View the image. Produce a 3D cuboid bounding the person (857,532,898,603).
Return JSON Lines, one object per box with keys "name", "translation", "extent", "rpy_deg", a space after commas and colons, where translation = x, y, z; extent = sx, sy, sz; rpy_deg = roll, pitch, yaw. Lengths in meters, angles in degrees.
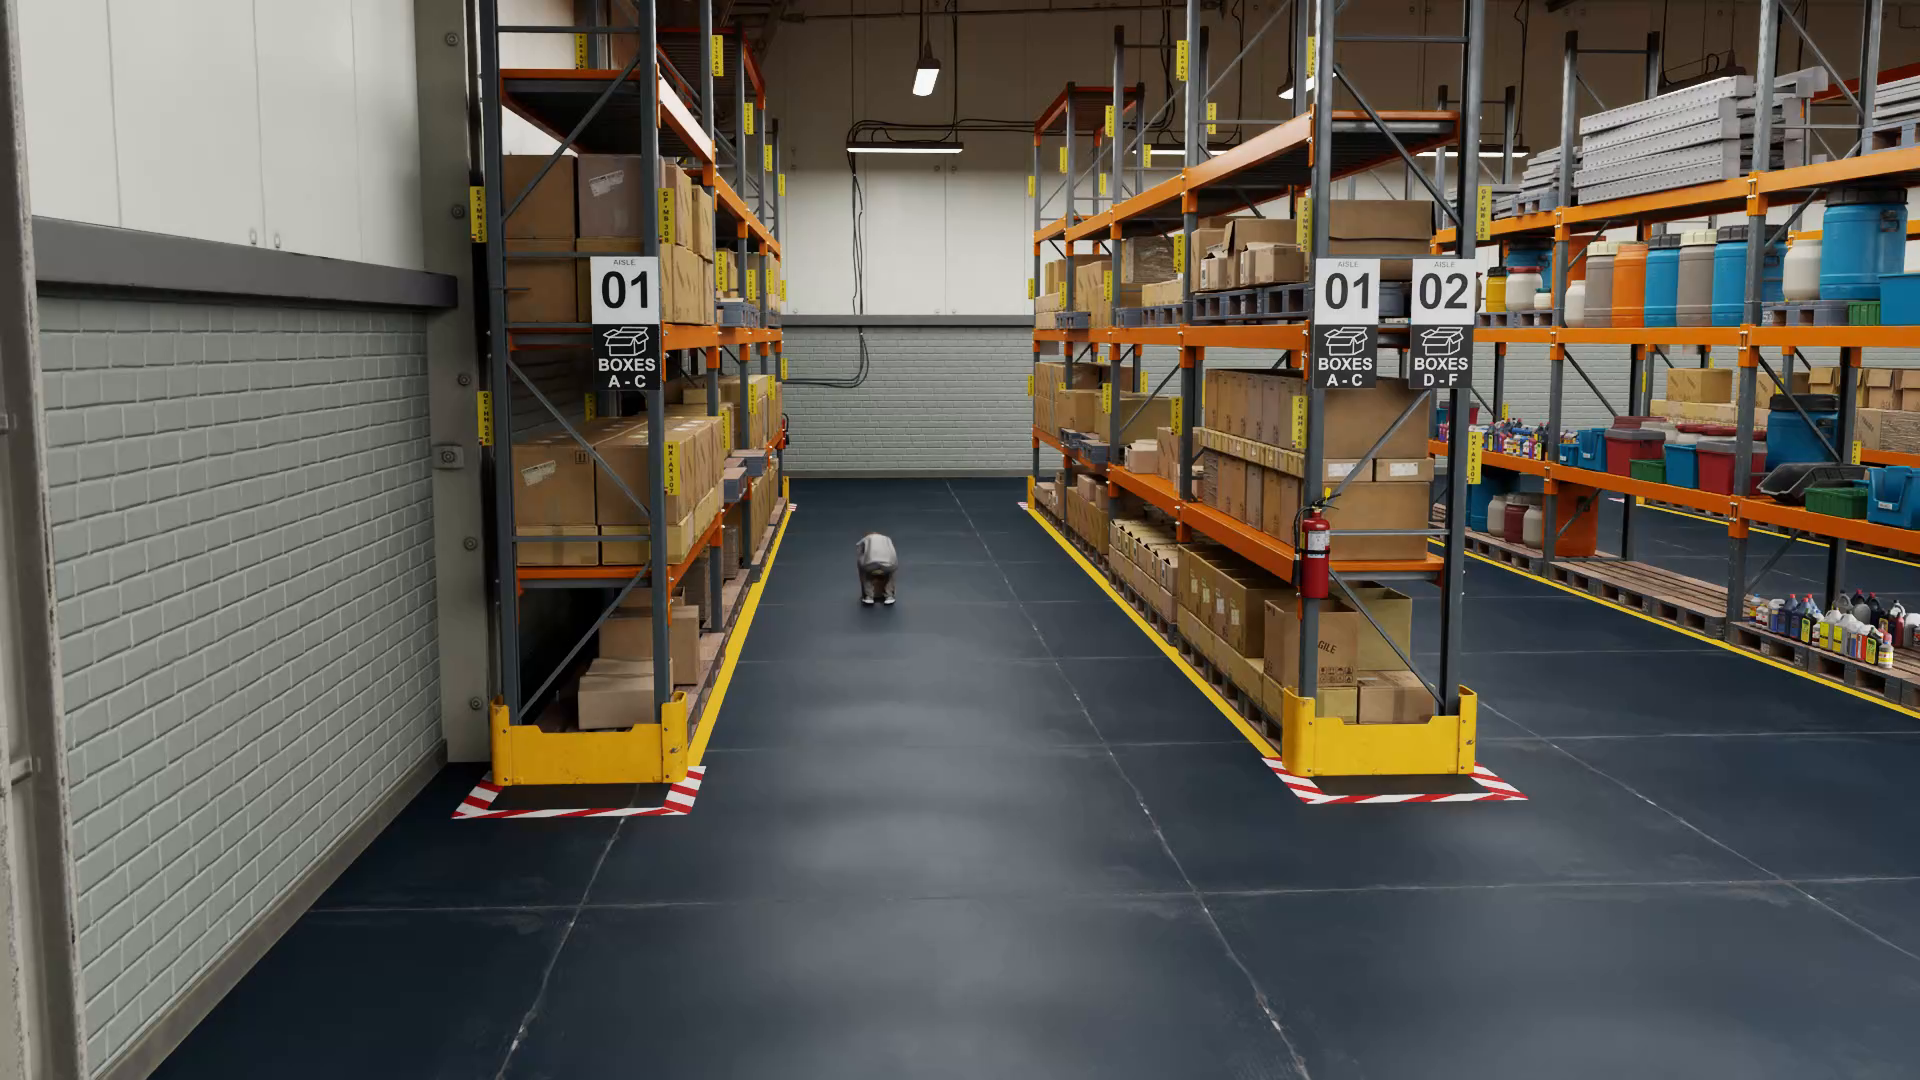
{"name": "person", "translation": [-0.851, 0.302, 17.155], "extent": [0.418, 0.695, 0.862], "rpy_deg": [-1, 7, -5]}
